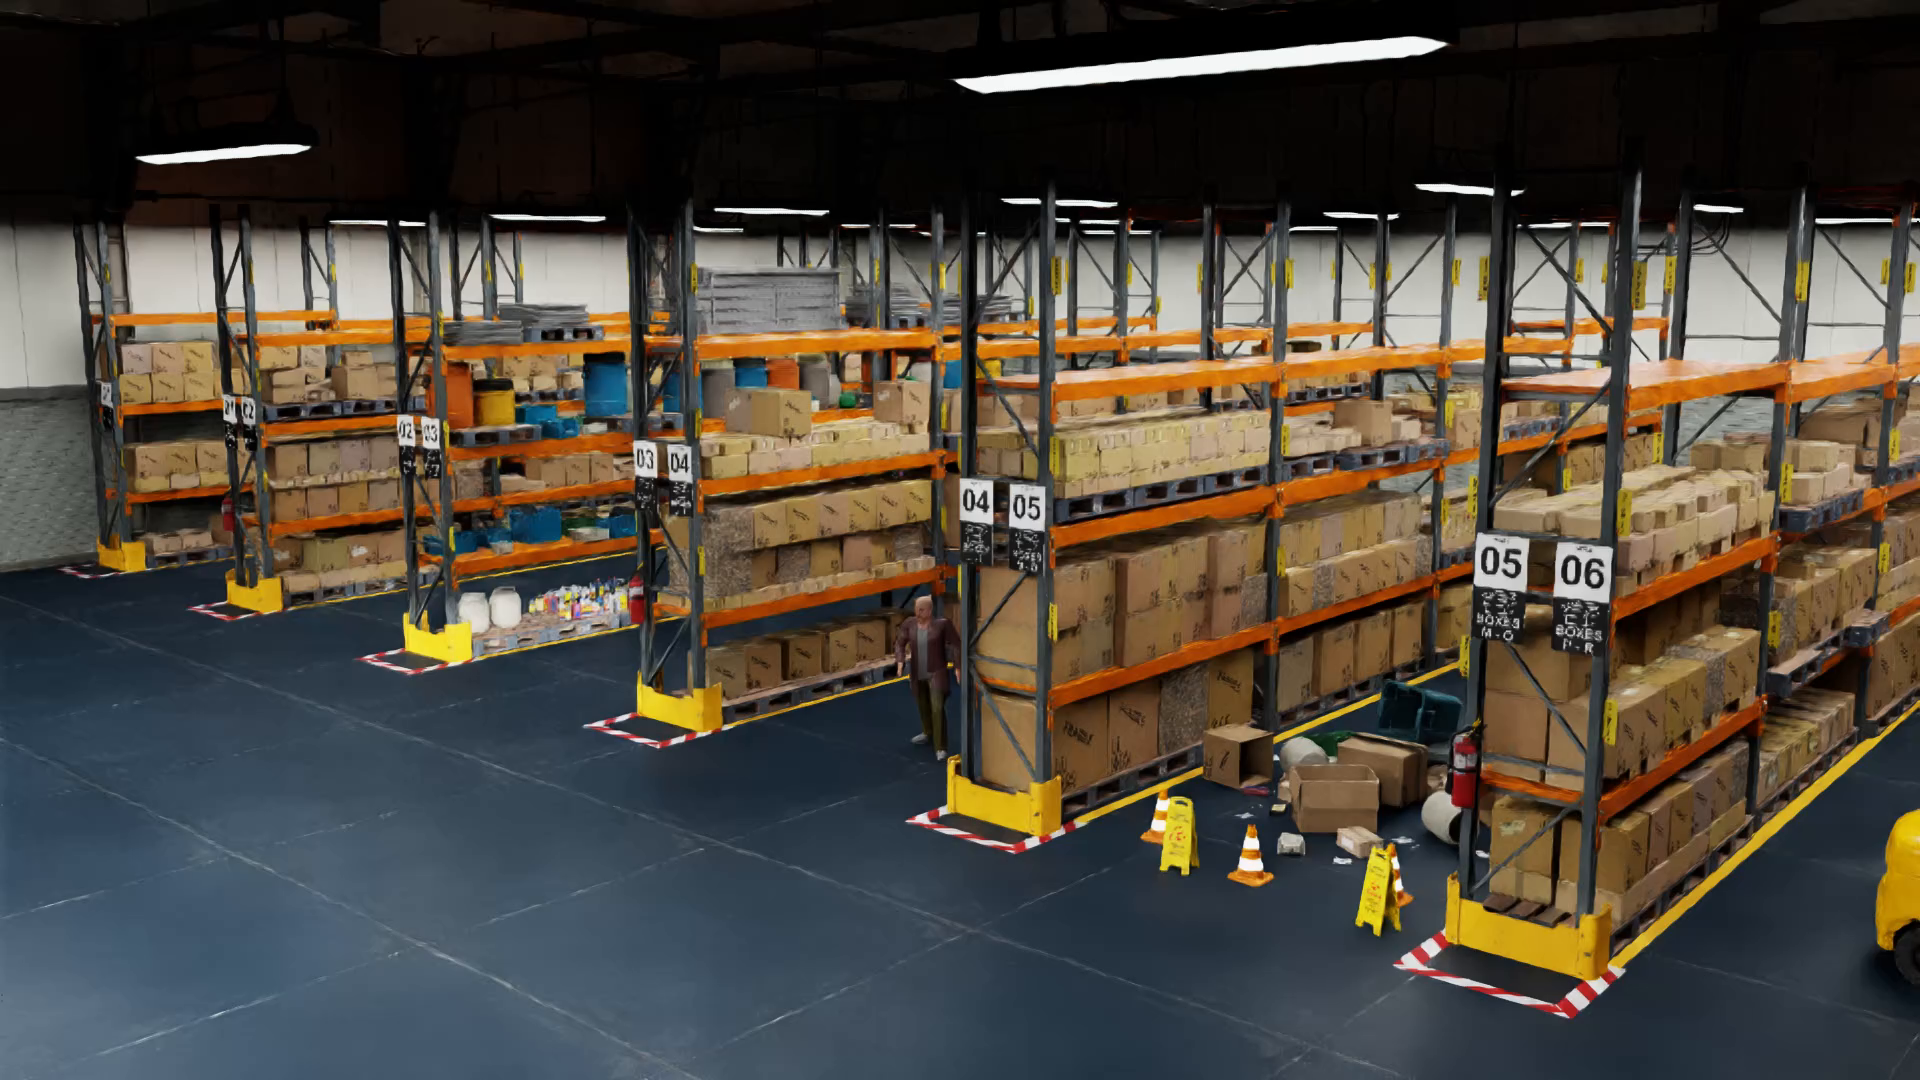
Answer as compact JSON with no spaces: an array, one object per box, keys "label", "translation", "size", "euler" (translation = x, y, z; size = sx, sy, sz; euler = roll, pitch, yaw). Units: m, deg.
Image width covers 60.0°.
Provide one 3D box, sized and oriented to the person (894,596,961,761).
[{"label":"person","translation":[-0.316,1.407,17.609],"size":[0.724,1.715,0.895],"euler":[4,10,25]}]
